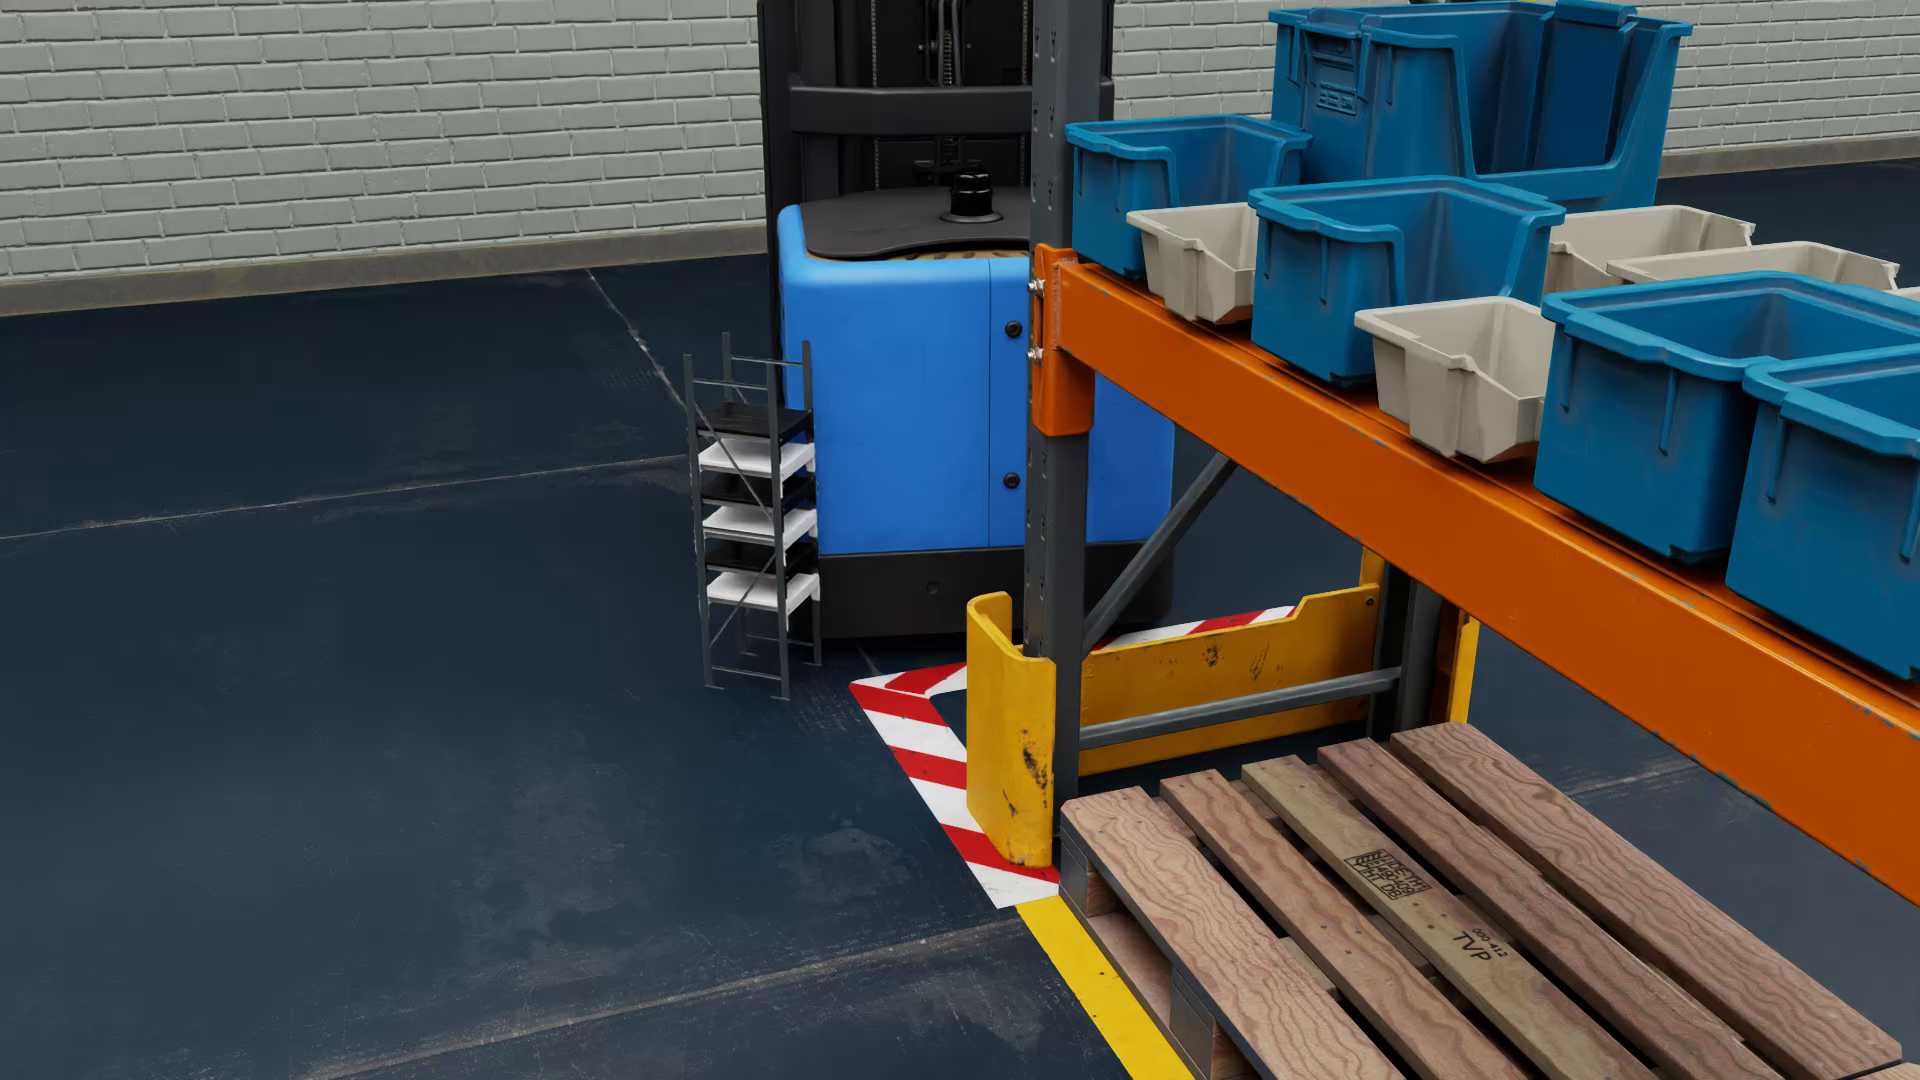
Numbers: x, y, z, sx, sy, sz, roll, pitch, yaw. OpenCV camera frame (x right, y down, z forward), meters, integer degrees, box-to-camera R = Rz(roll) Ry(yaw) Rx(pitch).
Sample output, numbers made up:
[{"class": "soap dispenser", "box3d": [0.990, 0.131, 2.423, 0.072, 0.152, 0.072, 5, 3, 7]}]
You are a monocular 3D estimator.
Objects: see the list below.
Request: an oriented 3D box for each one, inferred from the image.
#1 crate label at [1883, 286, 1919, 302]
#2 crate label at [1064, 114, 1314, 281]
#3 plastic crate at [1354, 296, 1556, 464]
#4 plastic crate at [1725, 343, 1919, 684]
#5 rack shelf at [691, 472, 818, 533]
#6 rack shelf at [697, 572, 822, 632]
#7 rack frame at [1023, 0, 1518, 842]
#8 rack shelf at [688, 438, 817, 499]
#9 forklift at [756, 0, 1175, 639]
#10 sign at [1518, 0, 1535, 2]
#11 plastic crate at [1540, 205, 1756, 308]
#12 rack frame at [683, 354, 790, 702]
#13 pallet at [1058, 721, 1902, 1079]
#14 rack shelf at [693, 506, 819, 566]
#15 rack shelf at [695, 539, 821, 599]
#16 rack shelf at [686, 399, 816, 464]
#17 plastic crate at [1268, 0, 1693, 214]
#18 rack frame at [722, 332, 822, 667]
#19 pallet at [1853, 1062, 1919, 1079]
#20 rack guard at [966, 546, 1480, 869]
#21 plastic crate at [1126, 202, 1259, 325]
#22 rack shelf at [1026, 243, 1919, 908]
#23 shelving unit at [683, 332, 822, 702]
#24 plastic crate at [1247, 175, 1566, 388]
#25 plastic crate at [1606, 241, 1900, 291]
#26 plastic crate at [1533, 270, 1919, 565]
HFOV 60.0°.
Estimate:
[{"class": "crate label", "box3d": [1.292, -0.233, 2.203, 0.396, 0.136, 0.243, -8, 24, -19]}, {"class": "crate label", "box3d": [0.403, -0.619, 2.995, 0.416, 0.233, 0.303, -8, 24, -19]}, {"class": "plastic crate", "box3d": [0.679, -0.200, 2.126, 0.250, 0.136, 0.298, -8, 24, -19]}, {"class": "plastic crate", "box3d": [0.974, -0.032, 1.601, 0.416, 0.233, 0.300, -8, 24, -19]}, {"class": "rack shelf", "box3d": [-0.516, -0.105, 4.196, 0.258, 0.077, 0.200, 8, 24, 18]}, {"class": "rack shelf", "box3d": [-0.516, 0.143, 4.300, 0.258, 0.077, 0.200, 8, 24, 18]}, {"class": "rack frame", "box3d": [0.624, -0.804, 3.294, 1.000, 3.000, 0.127, -8, 24, -19]}, {"class": "rack shelf", "box3d": [-0.516, -0.188, 4.161, 0.258, 0.077, 0.200, 8, 24, 18]}, {"class": "forklift", "box3d": [-0.105, -1.623, 5.327, 1.130, 2.935, 3.031, -3, 23, -6]}, {"class": "sign", "box3d": [1.133, -0.960, 3.456, 0.100, 0.325, 0.005, -8, 24, -19]}, {"class": "plastic crate", "box3d": [1.081, -0.438, 2.690, 0.396, 0.136, 0.243, -8, 24, -19]}, {"class": "rack frame", "box3d": [-0.550, -0.016, 4.129, 0.240, 0.900, 0.006, 8, 24, 18]}, {"class": "pallet", "box3d": [0.879, 0.786, 3.112, 1.003, 0.211, 1.213, -8, 24, -19]}, {"class": "rack shelf", "box3d": [-0.516, -0.023, 4.231, 0.258, 0.077, 0.200, 8, 24, 18]}, {"class": "rack shelf", "box3d": [-0.516, 0.060, 4.266, 0.258, 0.077, 0.200, 8, 24, 18]}, {"class": "rack shelf", "box3d": [-0.516, -0.271, 4.126, 0.258, 0.077, 0.200, 8, 24, 18]}, {"class": "plastic crate", "box3d": [0.917, -0.751, 3.048, 0.616, 0.435, 0.499, -8, 24, -19]}, {"class": "rack frame", "box3d": [-0.483, -0.090, 4.306, 0.240, 0.900, 0.006, 8, 24, 18]}, {"class": "pallet", "box3d": [1.306, 1.229, 2.062, 1.003, 0.211, 1.213, -8, 24, -19]}, {"class": "rack guard", "box3d": [0.603, 0.341, 3.796, 1.175, 0.500, 0.348, -8, 24, -19]}, {"class": "plastic crate", "box3d": [0.439, -0.447, 2.710, 0.250, 0.136, 0.298, -8, 24, -19]}, {"class": "rack shelf", "box3d": [1.331, 0.255, 1.710, 1.077, 0.370, 4.000, -8, 24, -19]}, {"class": "shelving unit", "box3d": [-0.516, -0.053, 4.218, 0.258, 0.900, 0.210, 8, 24, 18]}, {"class": "plastic crate", "box3d": [0.636, -0.380, 2.428, 0.416, 0.233, 0.300, -8, 24, -19]}, {"class": "plastic crate", "box3d": [1.170, -0.331, 2.435, 0.396, 0.136, 0.243, -8, 24, -19]}, {"class": "plastic crate", "box3d": [0.868, -0.141, 1.860, 0.416, 0.233, 0.300, -8, 24, -19]}]
